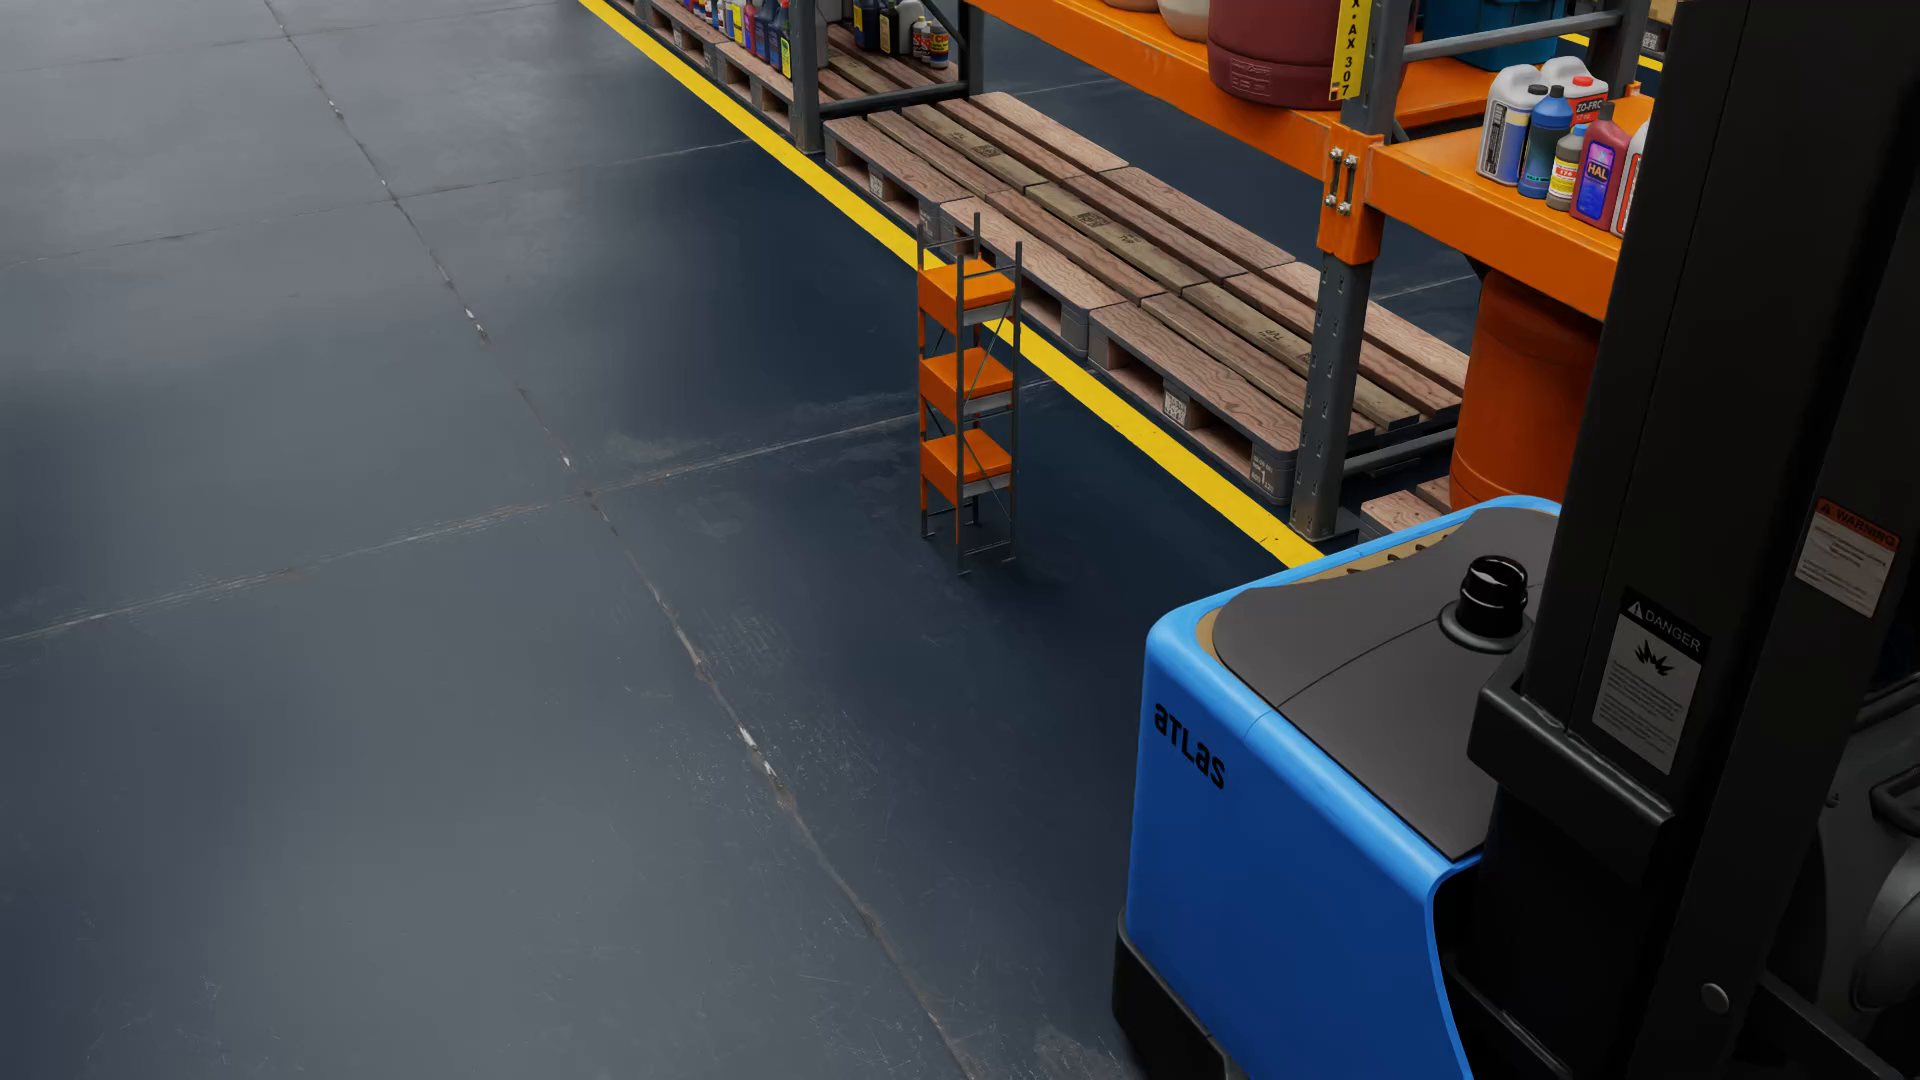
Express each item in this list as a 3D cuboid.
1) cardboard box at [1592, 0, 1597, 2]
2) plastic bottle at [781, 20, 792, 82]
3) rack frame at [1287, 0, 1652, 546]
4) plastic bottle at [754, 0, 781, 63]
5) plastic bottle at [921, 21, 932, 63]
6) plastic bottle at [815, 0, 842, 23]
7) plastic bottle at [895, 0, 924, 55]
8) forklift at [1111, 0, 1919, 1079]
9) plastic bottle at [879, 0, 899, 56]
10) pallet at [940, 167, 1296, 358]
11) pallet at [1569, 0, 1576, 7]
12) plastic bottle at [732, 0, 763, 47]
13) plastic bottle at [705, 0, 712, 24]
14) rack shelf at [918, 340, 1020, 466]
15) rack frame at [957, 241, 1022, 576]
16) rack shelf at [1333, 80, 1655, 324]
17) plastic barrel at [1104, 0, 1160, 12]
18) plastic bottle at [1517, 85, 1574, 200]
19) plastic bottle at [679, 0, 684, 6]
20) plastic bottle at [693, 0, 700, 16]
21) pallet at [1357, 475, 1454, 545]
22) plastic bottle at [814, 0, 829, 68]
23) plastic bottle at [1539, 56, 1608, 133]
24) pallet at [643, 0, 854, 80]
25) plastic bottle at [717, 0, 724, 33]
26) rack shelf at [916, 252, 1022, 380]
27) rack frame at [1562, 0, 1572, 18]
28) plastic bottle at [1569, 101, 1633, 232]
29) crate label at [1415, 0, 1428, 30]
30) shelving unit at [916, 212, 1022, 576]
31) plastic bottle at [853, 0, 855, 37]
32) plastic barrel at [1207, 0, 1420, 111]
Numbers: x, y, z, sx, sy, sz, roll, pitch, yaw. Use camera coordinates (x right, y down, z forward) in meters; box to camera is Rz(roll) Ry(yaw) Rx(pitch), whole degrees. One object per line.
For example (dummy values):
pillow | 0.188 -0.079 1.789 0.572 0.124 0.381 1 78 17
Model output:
cardboard box | 4.005 -3.316 9.805 0.500 0.250 0.500 -17 36 -24
plastic bottle | -0.864 -2.496 8.475 0.061 0.283 0.133 -14 35 -21
rack frame | 1.517 -1.399 4.653 1.000 3.000 0.127 -16 36 -23
plastic bottle | -0.992 -2.704 8.738 0.144 0.351 0.185 -18 37 -25
plastic bottle | -0.156 -2.626 8.754 0.097 0.201 0.097 0 33 0
plastic bottle | -0.762 -3.080 9.393 0.152 0.276 0.135 -16 36 -23
plastic bottle | -0.283 -2.756 8.888 0.152 0.276 0.135 -15 35 -21
forklift | 1.486 0.376 1.947 1.130 2.935 3.031 -17 36 -24
plastic bottle | -0.377 -2.732 8.844 0.061 0.283 0.133 -16 36 -23
pallet | 0.626 -1.186 6.905 1.003 0.211 1.213 -16 36 -23
pallet | 3.702 -3.768 10.935 1.003 0.211 1.213 -16 36 -23
plastic bottle | -1.143 -2.858 8.979 0.144 0.351 0.185 -16 36 -23
plastic bottle | -1.390 -3.022 9.372 0.097 0.201 0.097 0 33 0
rack shelf | 0.025 -0.408 4.933 0.215 0.259 0.240 -16 36 -23
rack frame | 0.082 -0.358 4.836 0.200 1.050 0.008 -16 36 -23
rack shelf | 2.450 -0.142 3.357 1.077 0.370 4.000 -16 36 -23
plastic barrel | 0.652 -2.084 5.619 0.421 0.512 0.421 0 33 0
plastic bottle | 1.463 -0.995 4.141 0.097 0.271 0.097 0 33 0
plastic bottle | -1.595 -3.231 9.698 0.097 0.201 0.097 0 33 0
plastic bottle | -1.483 -3.146 9.501 0.097 0.271 0.097 0 33 0
pallet | 1.922 0.141 4.834 1.003 0.211 1.213 -16 36 -23
plastic bottle | -0.775 -2.649 8.652 0.144 0.351 0.185 -16 36 -23
plastic bottle | 1.568 -1.097 4.297 0.152 0.276 0.135 -16 36 -23
pallet | -1.197 -3.048 9.811 1.003 0.211 1.213 -16 36 -23
plastic bottle | -1.295 -2.923 9.219 0.097 0.201 0.097 0 33 0
rack shelf | 0.025 -0.647 4.780 0.215 0.259 0.240 -16 36 -23
rack frame | 4.036 -4.552 9.574 1.000 3.000 0.127 -16 36 -23
plastic bottle | 1.546 -0.894 3.972 0.061 0.283 0.133 -16 36 -23
crate label | 1.293 -1.956 5.490 0.502 0.435 0.616 -16 36 -23
shelving unit | 0.025 -0.417 4.927 0.215 1.050 0.252 -16 36 -23
plastic bottle | -0.531 -2.873 9.075 0.097 0.271 0.097 0 33 0
plastic barrel | 1.033 -1.601 4.843 0.600 0.536 0.708 -16 36 -23
